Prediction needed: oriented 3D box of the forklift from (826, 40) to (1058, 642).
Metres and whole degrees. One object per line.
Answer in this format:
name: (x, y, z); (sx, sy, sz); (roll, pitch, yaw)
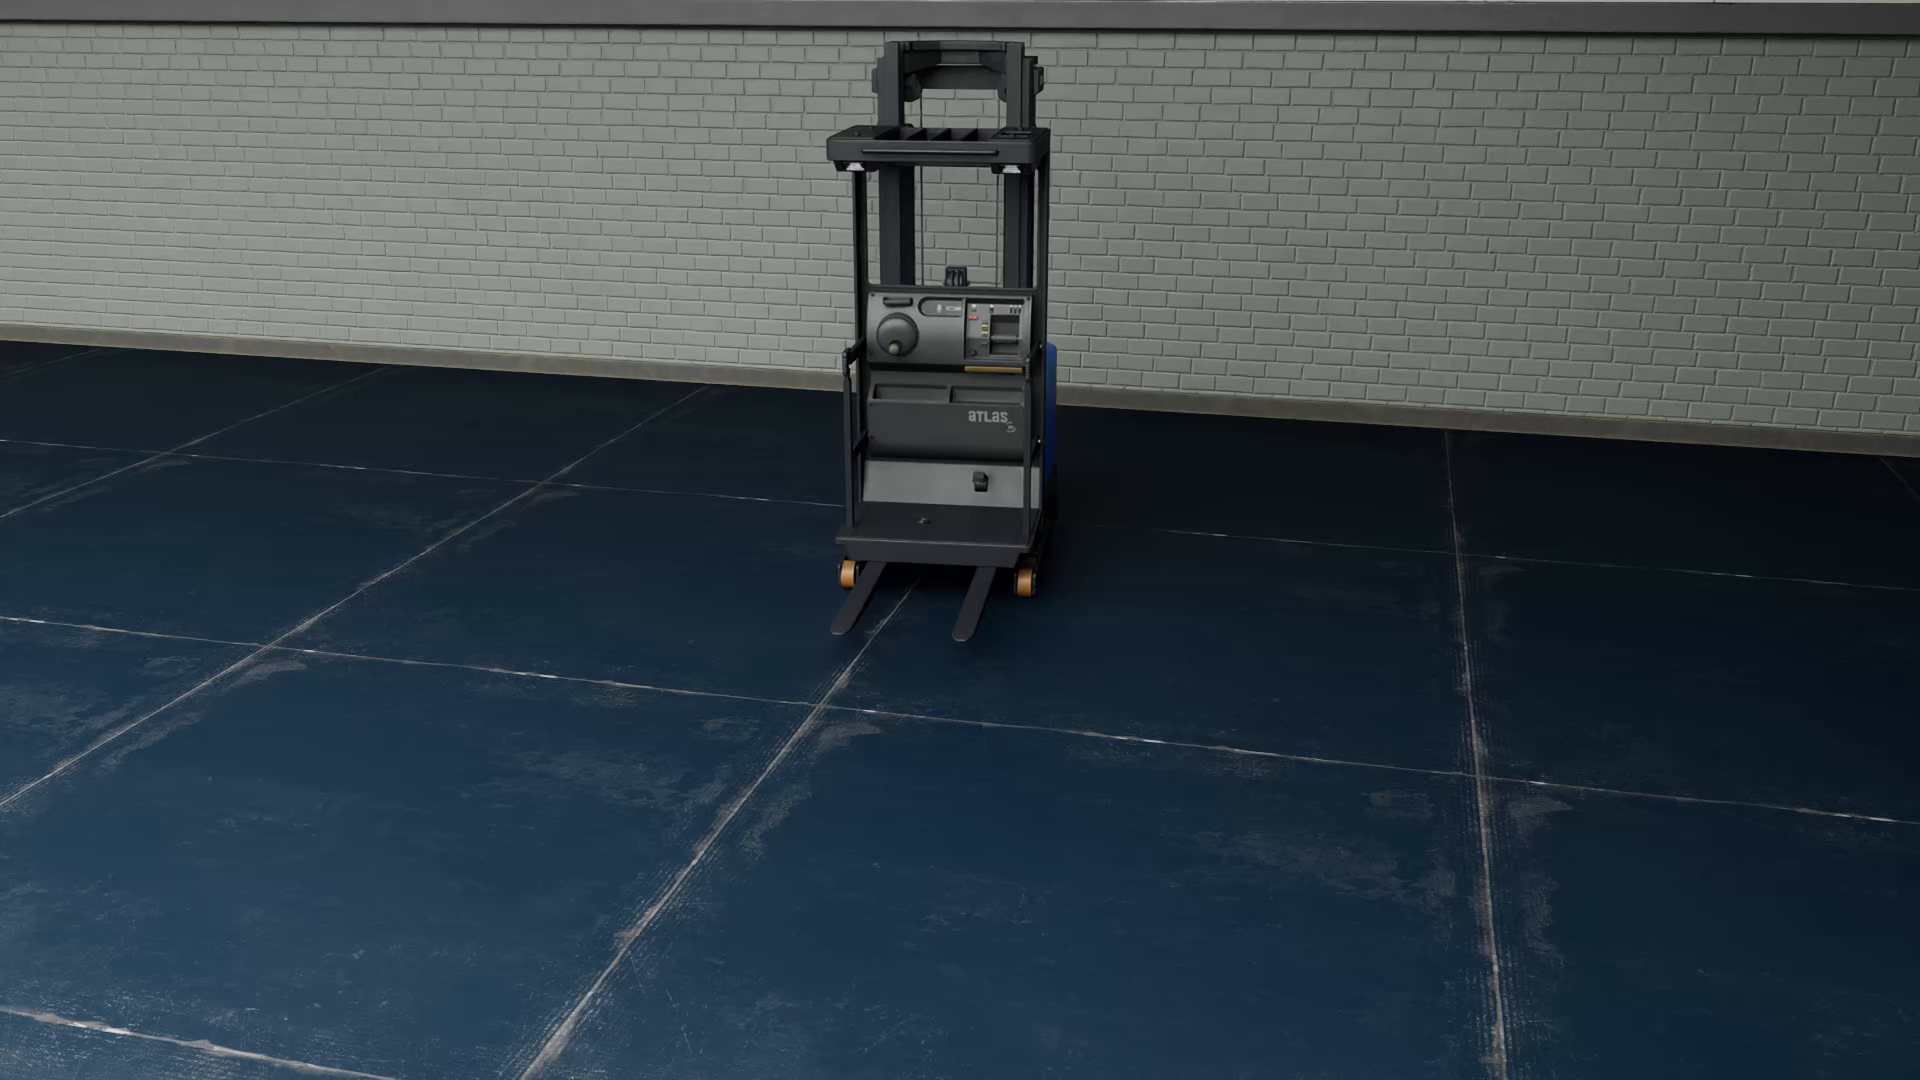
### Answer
forklift: (-0.087, -1.187, 9.127); (1.130, 2.935, 3.031); (3, 19, 8)
